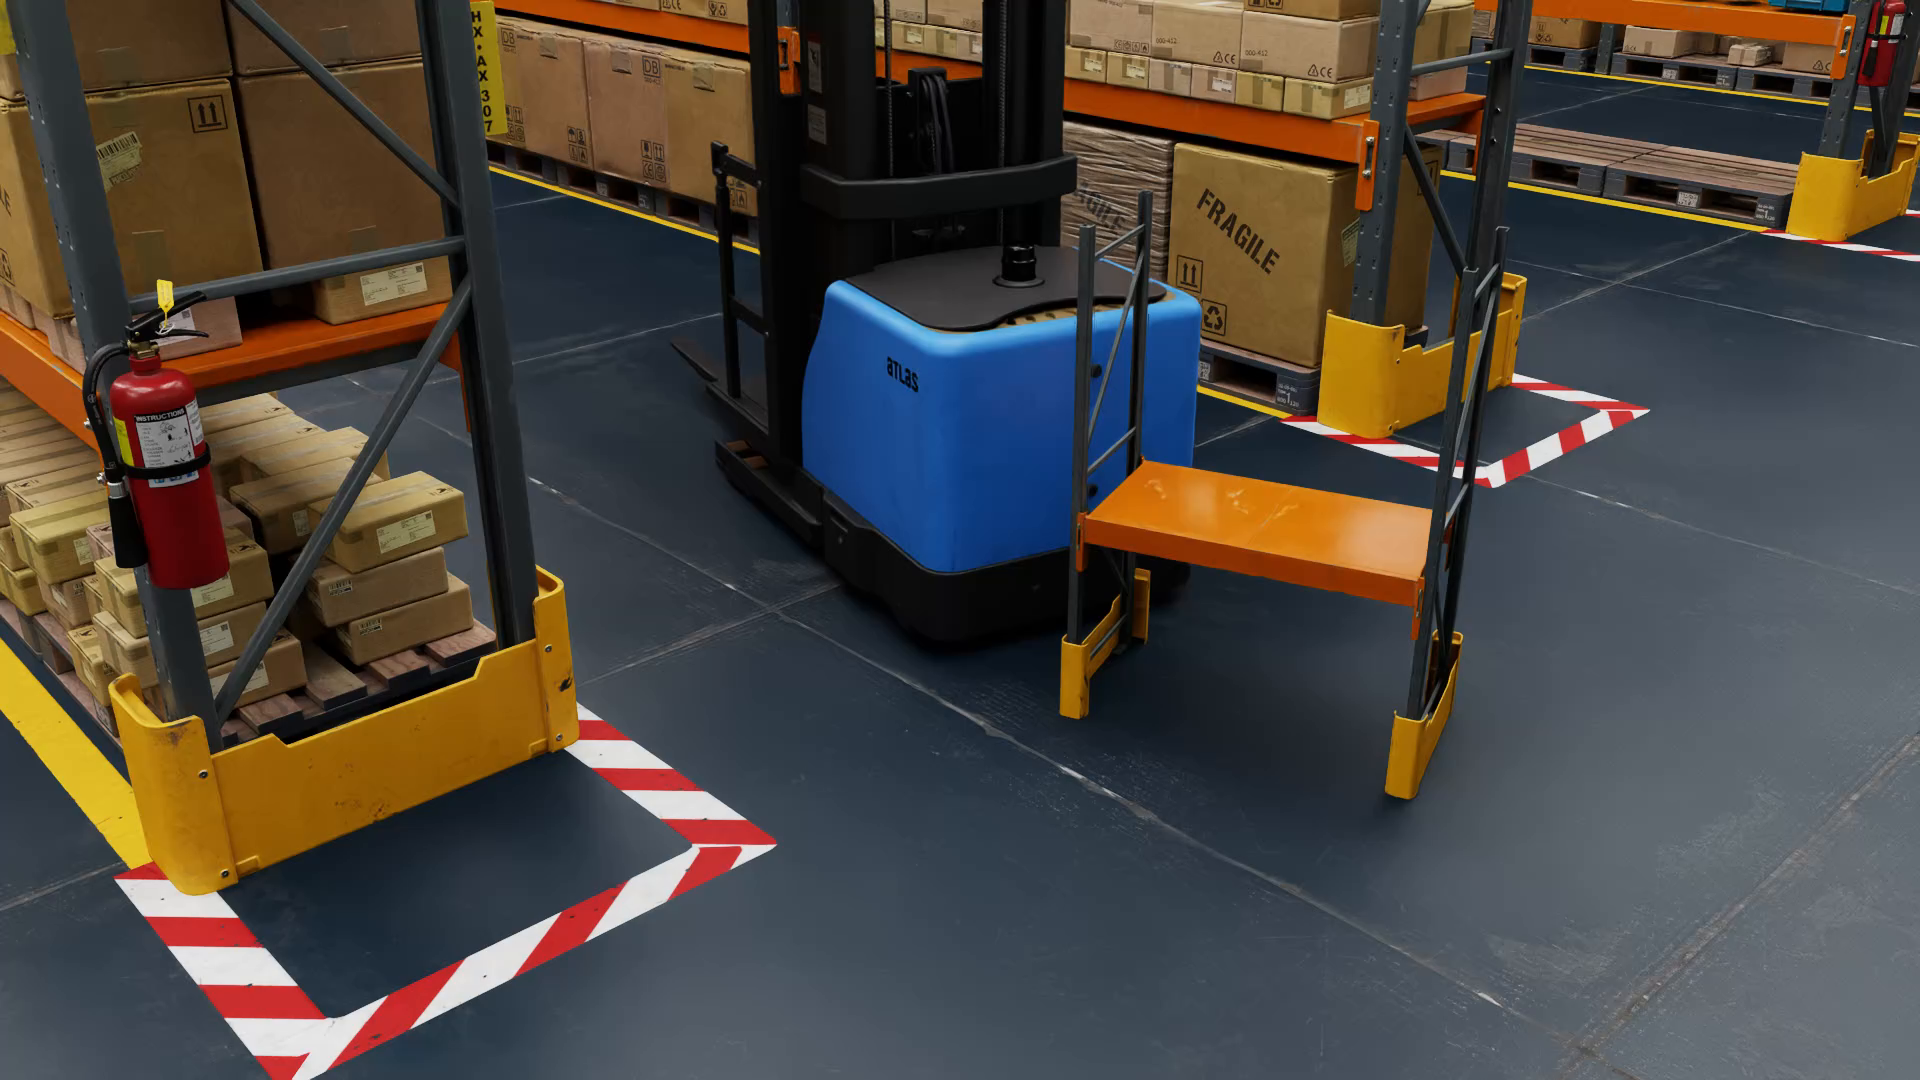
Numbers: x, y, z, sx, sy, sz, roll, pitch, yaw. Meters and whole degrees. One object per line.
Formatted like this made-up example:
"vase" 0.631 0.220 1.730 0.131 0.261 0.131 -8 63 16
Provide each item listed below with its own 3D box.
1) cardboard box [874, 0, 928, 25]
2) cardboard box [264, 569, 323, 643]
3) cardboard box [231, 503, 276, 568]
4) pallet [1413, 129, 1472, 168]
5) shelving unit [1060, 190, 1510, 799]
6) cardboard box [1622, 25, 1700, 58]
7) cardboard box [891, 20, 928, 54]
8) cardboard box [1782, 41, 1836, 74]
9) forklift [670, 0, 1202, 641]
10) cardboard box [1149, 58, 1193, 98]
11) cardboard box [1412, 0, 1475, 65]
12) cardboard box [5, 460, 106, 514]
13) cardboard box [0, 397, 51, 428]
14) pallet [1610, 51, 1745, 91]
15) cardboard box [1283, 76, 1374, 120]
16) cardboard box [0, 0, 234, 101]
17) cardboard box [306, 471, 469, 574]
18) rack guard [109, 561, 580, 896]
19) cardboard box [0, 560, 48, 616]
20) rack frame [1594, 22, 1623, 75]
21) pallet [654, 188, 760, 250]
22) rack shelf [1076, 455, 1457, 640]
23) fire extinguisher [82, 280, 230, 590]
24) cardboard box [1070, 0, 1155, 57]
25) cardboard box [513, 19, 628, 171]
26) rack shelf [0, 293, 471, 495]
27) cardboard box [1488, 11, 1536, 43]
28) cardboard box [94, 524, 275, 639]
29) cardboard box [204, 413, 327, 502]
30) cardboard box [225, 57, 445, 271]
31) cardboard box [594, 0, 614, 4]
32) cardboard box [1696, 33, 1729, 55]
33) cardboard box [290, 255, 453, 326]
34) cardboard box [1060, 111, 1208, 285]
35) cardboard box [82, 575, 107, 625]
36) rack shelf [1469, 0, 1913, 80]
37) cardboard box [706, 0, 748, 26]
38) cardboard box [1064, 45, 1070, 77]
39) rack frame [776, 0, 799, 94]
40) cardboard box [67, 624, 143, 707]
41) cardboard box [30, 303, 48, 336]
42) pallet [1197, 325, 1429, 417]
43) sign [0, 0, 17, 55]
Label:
"cardboard box" -0.178 -2.925 8.869 0.500 0.250 0.500 -21 32 -39
"cardboard box" -1.963 0.162 5.209 0.380 0.149 0.250 -21 32 -39
"cardboard box" -2.148 -0.047 5.309 0.380 0.149 0.250 -21 32 -38
"pallet" 3.502 -3.151 12.902 1.003 0.211 1.213 -21 32 -38
"shelving unit" 0.911 -0.161 4.795 1.083 1.500 0.587 11 27 24
"cardboard box" 6.719 -4.824 15.919 0.500 0.311 0.500 -21 32 -38
"cardboard box" -0.144 -2.690 8.834 0.380 0.149 0.250 -22 33 -40
"cardboard box" 7.878 -4.532 15.048 0.797 0.503 0.637 -21 32 -38
"forklift" -0.339 -1.581 6.184 1.130 2.935 3.031 -13 27 -26
"cardboard box" 1.086 -2.145 7.642 0.380 0.149 0.250 -21 32 -38
"cardboard box" 1.959 -2.303 7.508 0.500 0.250 0.500 -22 33 -40
"cardboard box" -2.677 -0.122 5.116 0.250 0.149 0.380 22 33 40
"cardboard box" -3.200 -0.371 5.660 0.380 0.149 0.250 -21 32 -38
"pallet" 7.058 -4.558 15.988 1.003 0.211 1.213 -21 32 -38
"cardboard box" 1.606 -1.915 7.135 0.380 0.149 0.250 -20 32 -38
"cardboard box" -2.094 -1.342 3.894 0.500 0.500 0.500 -22 33 -39
"cardboard box" -1.710 -0.058 4.975 0.250 0.149 0.380 22 32 39
"rack guard" -1.652 0.476 4.604 1.175 0.500 0.348 -21 32 -38
"cardboard box" -2.877 0.084 5.382 0.250 0.149 0.380 22 33 39
"rack frame" 6.590 -6.035 15.866 1.000 3.000 0.127 -21 32 -38
"pallet" -1.226 -2.170 10.752 1.003 0.211 1.213 -21 32 -38
"rack shelf" 0.902 0.001 4.873 1.000 0.185 0.538 11 27 24
"fire extinguisher" -1.764 -0.226 3.673 0.296 0.674 0.183 -21 32 -38
"cardboard box" 0.871 -2.461 7.853 0.500 0.250 0.500 22 33 40
"cardboard box" -2.318 -3.175 11.650 1.225 0.875 0.875 -21 32 -38
"rack shelf" -2.967 -0.917 5.512 1.077 0.370 4.000 -21 32 -38
"cardboard box" 5.712 -5.319 16.776 0.500 0.500 0.500 -21 32 -38
"cardboard box" -2.146 0.109 4.609 0.380 0.149 0.250 -21 32 -38
"cardboard box" -2.295 -0.271 5.443 0.250 0.149 0.380 22 32 39
"cardboard box" -1.705 -1.033 4.422 0.500 0.500 0.500 -19 31 -36
"cardboard box" -2.197 -3.797 10.839 0.500 0.500 0.500 -21 32 -38
"cardboard box" 7.186 -5.006 16.091 0.500 0.500 0.500 -21 32 -38
"cardboard box" -1.582 -0.715 4.505 0.380 0.149 0.250 -22 32 -39
"cardboard box" 0.972 -1.686 8.385 0.875 0.875 0.875 -21 32 -38
"cardboard box" -2.308 0.159 4.857 0.380 0.149 0.250 -22 33 -40
"rack shelf" 4.338 -3.698 11.609 1.077 0.370 4.000 -21 32 -38
"cardboard box" -1.163 -3.336 9.828 0.500 0.500 0.500 -21 32 -38
"cardboard box" 0.562 -2.378 8.151 0.380 0.149 0.250 -20 32 -37
"rack frame" -0.644 -3.226 9.708 1.000 3.000 0.127 -21 32 -38
"cardboard box" -2.361 0.319 4.867 0.380 0.149 0.250 -20 31 -37
"cardboard box" -2.171 -0.628 4.316 0.380 0.149 0.250 -21 32 -39
"pallet" 1.486 -0.966 8.113 1.003 0.211 1.213 -21 32 -38
"sign" -2.018 -1.157 3.397 0.100 0.325 0.005 -21 32 -38
